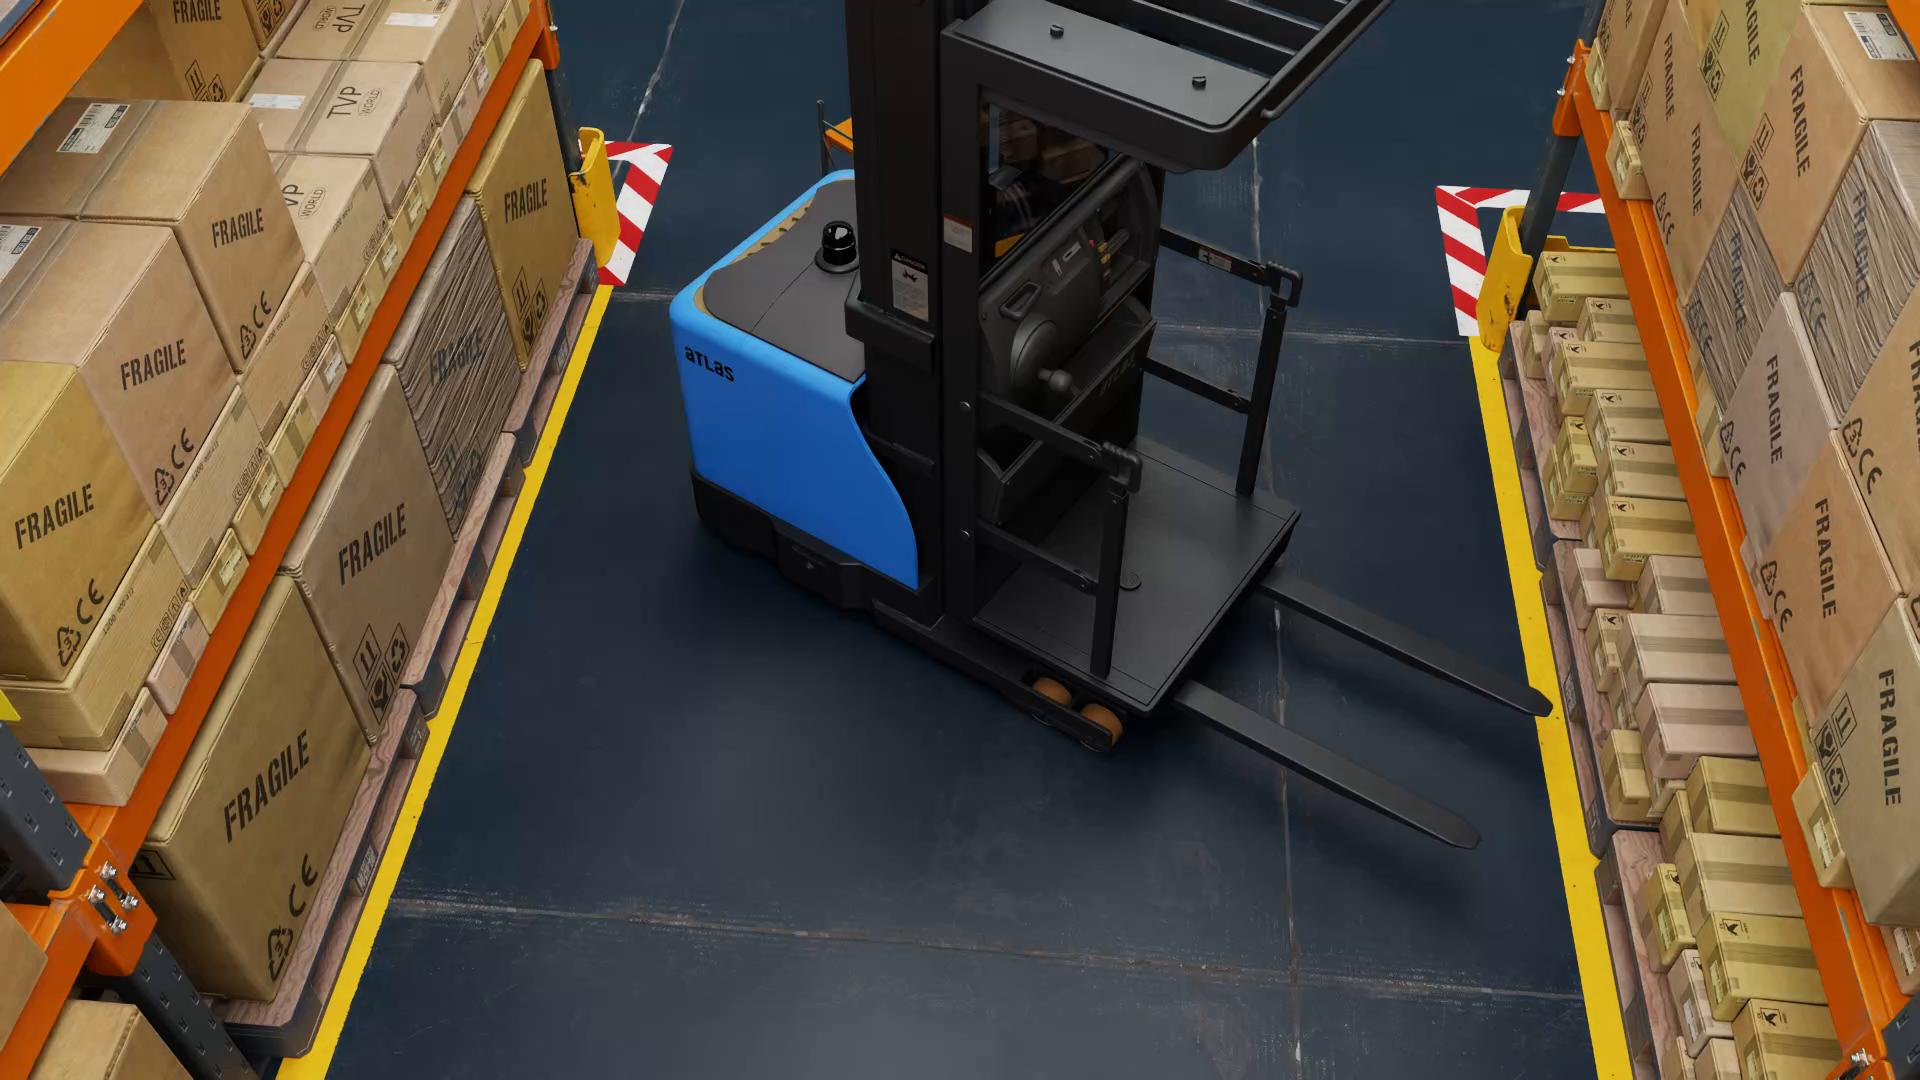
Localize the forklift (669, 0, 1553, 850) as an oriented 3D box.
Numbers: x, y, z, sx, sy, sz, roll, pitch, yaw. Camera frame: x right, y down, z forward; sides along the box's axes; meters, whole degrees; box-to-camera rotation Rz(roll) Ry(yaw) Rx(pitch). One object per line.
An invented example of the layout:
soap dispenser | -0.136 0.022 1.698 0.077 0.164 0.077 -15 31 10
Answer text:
forklift | 0.513 -0.728 4.930 3.031 2.935 1.130 27 53 23

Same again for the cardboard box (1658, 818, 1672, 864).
cardboard box | 2.343 0.935 5.009 0.380 0.149 0.250 3 48 3

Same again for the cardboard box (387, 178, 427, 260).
cardboard box | -1.950 -1.042 5.341 0.380 0.149 0.250 4 48 4

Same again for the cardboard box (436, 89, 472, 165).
cardboard box | -1.905 -1.424 5.690 0.380 0.149 0.250 5 48 4

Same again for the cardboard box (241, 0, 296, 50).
cardboard box | -2.489 -1.953 5.396 0.500 0.500 0.500 3 48 3

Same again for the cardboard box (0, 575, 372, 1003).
cardboard box | -2.355 0.683 4.748 0.875 0.875 0.875 4 48 4

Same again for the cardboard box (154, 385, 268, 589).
cardboard box | -2.141 -0.155 4.259 0.500 0.250 0.500 4 48 3

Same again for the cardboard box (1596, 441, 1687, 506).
cardboard box | 2.383 -0.184 5.630 0.380 0.149 0.250 6 48 5

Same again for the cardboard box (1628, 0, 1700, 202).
cardboard box | 2.460 -1.372 5.203 0.500 0.500 0.500 4 48 4

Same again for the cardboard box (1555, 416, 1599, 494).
cardboard box | 2.349 -0.292 5.930 0.380 0.149 0.250 5 48 5

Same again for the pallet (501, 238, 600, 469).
pallet | -2.126 -0.818 6.855 1.003 0.211 1.213 4 48 4

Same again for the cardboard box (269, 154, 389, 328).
cardboard box | -2.047 -0.898 4.939 0.500 0.250 0.500 4 48 4

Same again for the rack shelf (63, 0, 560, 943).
rack shelf | -2.313 -0.640 5.290 1.077 0.370 4.000 4 48 4

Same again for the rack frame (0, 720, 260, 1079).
rack frame | -2.492 0.587 3.680 0.949 2.616 0.053 4 48 4

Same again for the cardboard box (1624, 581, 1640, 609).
cardboard box | 2.436 0.111 5.561 0.380 0.149 0.250 6 48 6

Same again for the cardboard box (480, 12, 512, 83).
cardboard box | -1.857 -1.793 6.027 0.380 0.149 0.250 4 48 4

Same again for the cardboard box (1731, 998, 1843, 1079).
cardboard box | 2.208 1.336 4.240 0.380 0.149 0.250 5 48 5

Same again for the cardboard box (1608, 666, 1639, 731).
cardboard box | 2.316 0.556 5.356 0.380 0.149 0.250 5 48 4

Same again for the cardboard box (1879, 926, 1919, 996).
cardboard box | 2.228 0.854 3.606 0.380 0.149 0.250 3 48 3

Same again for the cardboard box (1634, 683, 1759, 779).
cardboard box | 2.241 0.571 4.939 0.380 0.149 0.250 2 48 2

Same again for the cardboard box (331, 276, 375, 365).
cardboard box | -1.997 -0.669 4.999 0.380 0.149 0.250 3 48 2

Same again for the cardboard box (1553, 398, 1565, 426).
cardboard box | 2.491 -0.563 6.379 0.380 0.149 0.250 4 48 3

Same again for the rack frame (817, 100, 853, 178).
rack frame | -0.434 -1.143 6.482 0.015 1.200 0.240 -36 57 -28

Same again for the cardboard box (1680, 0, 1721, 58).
cardboard box | 2.454 -1.733 4.855 0.500 0.500 0.500 5 48 5

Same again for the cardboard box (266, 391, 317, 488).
cardboard box | -2.044 -0.291 4.654 0.380 0.149 0.250 3 48 3

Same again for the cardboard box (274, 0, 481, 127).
cardboard box | -1.958 -1.655 5.631 0.500 0.250 0.500 3 48 3

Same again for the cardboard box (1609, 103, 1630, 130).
cardboard box | 2.461 -1.454 5.717 0.380 0.149 0.250 5 48 5

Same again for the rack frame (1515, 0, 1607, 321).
rack frame | 2.799 -1.944 5.996 1.000 3.000 0.127 4 48 4

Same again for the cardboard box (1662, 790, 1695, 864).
cardboard box | 2.287 0.887 4.852 0.380 0.149 0.250 4 48 4

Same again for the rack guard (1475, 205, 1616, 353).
rack guard | 2.792 -1.045 6.867 1.175 0.500 0.348 4 48 4

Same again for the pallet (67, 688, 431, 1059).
pallet | -2.348 0.975 5.216 1.003 0.211 1.213 4 48 4

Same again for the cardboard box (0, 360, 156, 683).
cardboard box | -2.197 -0.051 3.655 0.500 0.500 0.500 4 48 4

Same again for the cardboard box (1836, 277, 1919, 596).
cardboard box | 2.250 -0.221 3.472 0.500 0.500 0.500 3 48 2

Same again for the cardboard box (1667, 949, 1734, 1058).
cardboard box | 2.159 1.262 4.508 0.380 0.149 0.250 2 48 2

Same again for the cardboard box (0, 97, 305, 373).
cardboard box | -2.102 -0.795 4.336 0.500 0.500 0.500 3 48 2

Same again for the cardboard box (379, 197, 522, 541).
cardboard box | -2.192 -0.633 5.951 0.875 0.875 0.875 4 48 4

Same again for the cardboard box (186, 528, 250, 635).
cardboard box | -2.090 0.090 4.305 0.380 0.149 0.250 5 48 5

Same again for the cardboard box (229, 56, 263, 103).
cardboard box | -2.534 -1.316 5.321 0.500 0.250 0.500 2 48 2

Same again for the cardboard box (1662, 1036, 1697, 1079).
cardboard box | 2.131 1.504 4.489 0.380 0.149 0.250 4 48 4

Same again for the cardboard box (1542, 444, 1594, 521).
cardboard box | 2.342 -0.199 6.047 0.380 0.149 0.250 4 48 4

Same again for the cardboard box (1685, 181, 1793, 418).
cardboard box | 2.362 -0.638 4.532 0.500 0.500 0.500 3 48 3

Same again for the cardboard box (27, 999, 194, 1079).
cardboard box | -2.534 1.634 3.878 1.225 0.875 0.875 4 48 4

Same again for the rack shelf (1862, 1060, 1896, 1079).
rack shelf | 2.253 2.707 2.229 1.077 0.370 4.000 4 48 4

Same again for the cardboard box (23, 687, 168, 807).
cardboard box | -2.137 0.477 3.951 0.380 0.149 0.250 4 48 4

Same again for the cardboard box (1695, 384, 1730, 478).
cardboard box | 2.299 -0.300 4.662 0.380 0.149 0.250 5 48 4

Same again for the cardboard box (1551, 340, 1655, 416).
cardboard box | 2.357 -0.575 5.988 0.380 0.149 0.250 4 48 3

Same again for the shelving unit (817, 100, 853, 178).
shelving unit | -0.262 -1.270 6.598 0.503 1.200 0.258 -36 57 -28

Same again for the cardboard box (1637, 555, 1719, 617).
cardboard box | 2.385 0.197 5.281 0.380 0.149 0.250 4 48 4

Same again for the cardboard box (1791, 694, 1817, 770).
cardboard box | 2.227 0.465 3.962 0.380 0.149 0.250 6 48 5

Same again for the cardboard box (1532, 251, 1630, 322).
cardboard box | 2.413 -0.963 6.342 0.380 0.149 0.250 2 48 2

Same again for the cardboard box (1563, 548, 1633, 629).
cardboard box | 2.305 0.172 5.707 0.380 0.149 0.250 2 48 2

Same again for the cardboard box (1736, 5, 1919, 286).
cardboard box | 2.342 -0.977 4.164 0.500 0.500 0.500 3 48 2

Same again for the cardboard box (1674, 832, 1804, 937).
cardboard box | 2.207 0.962 4.582 0.380 0.149 0.250 3 48 3

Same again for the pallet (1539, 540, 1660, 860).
pallet | 2.569 0.541 5.612 1.003 0.211 1.213 4 48 4

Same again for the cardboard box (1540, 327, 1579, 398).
cardboard box | 2.415 -0.659 6.266 0.380 0.149 0.250 4 48 3

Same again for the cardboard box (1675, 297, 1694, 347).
cardboard box | 2.397 -0.683 5.012 0.380 0.149 0.250 3 48 3

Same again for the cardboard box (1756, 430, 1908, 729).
cardboard box | 2.246 0.105 3.852 0.500 0.500 0.500 3 48 2
